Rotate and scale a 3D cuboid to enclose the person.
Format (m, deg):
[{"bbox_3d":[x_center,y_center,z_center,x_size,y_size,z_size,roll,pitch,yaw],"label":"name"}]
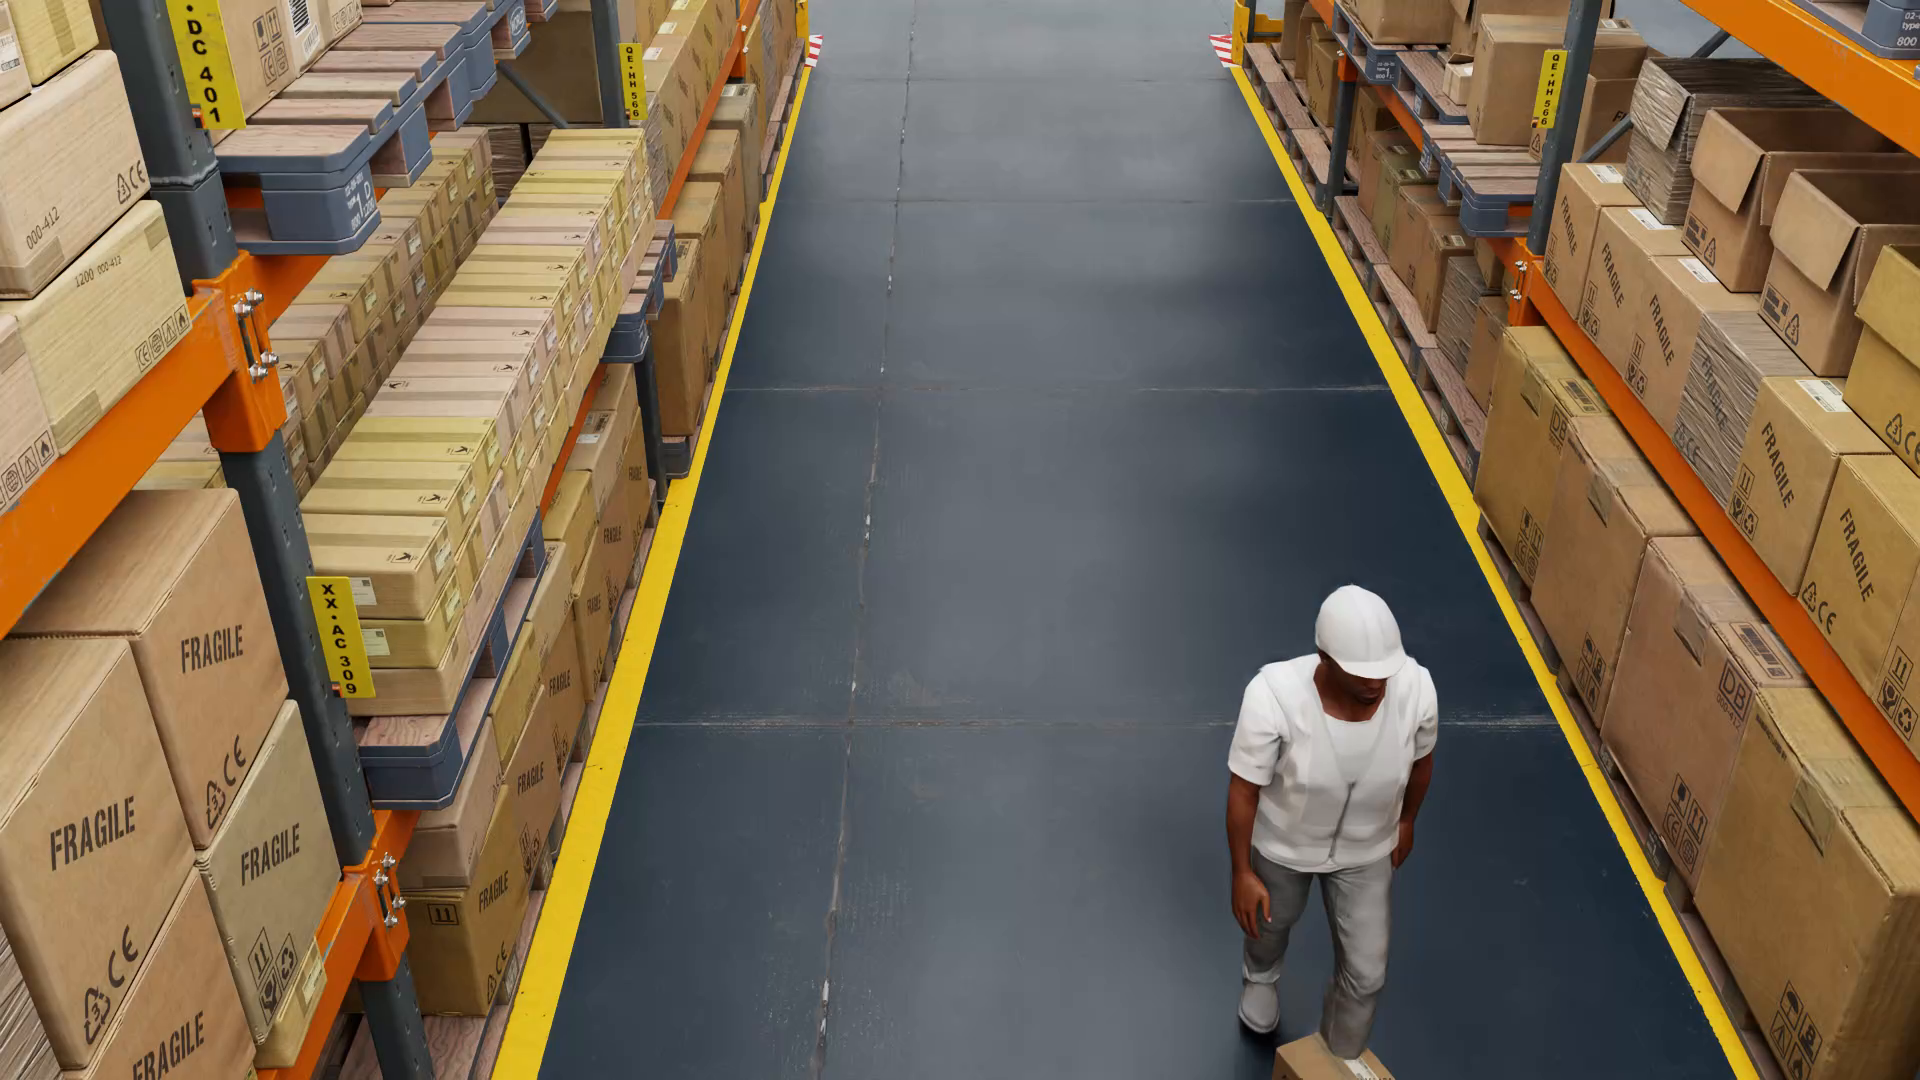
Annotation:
[{"bbox_3d":[1.023,0.883,4.711,0.593,1.818,0.732,0,31,1],"label":"person"}]
